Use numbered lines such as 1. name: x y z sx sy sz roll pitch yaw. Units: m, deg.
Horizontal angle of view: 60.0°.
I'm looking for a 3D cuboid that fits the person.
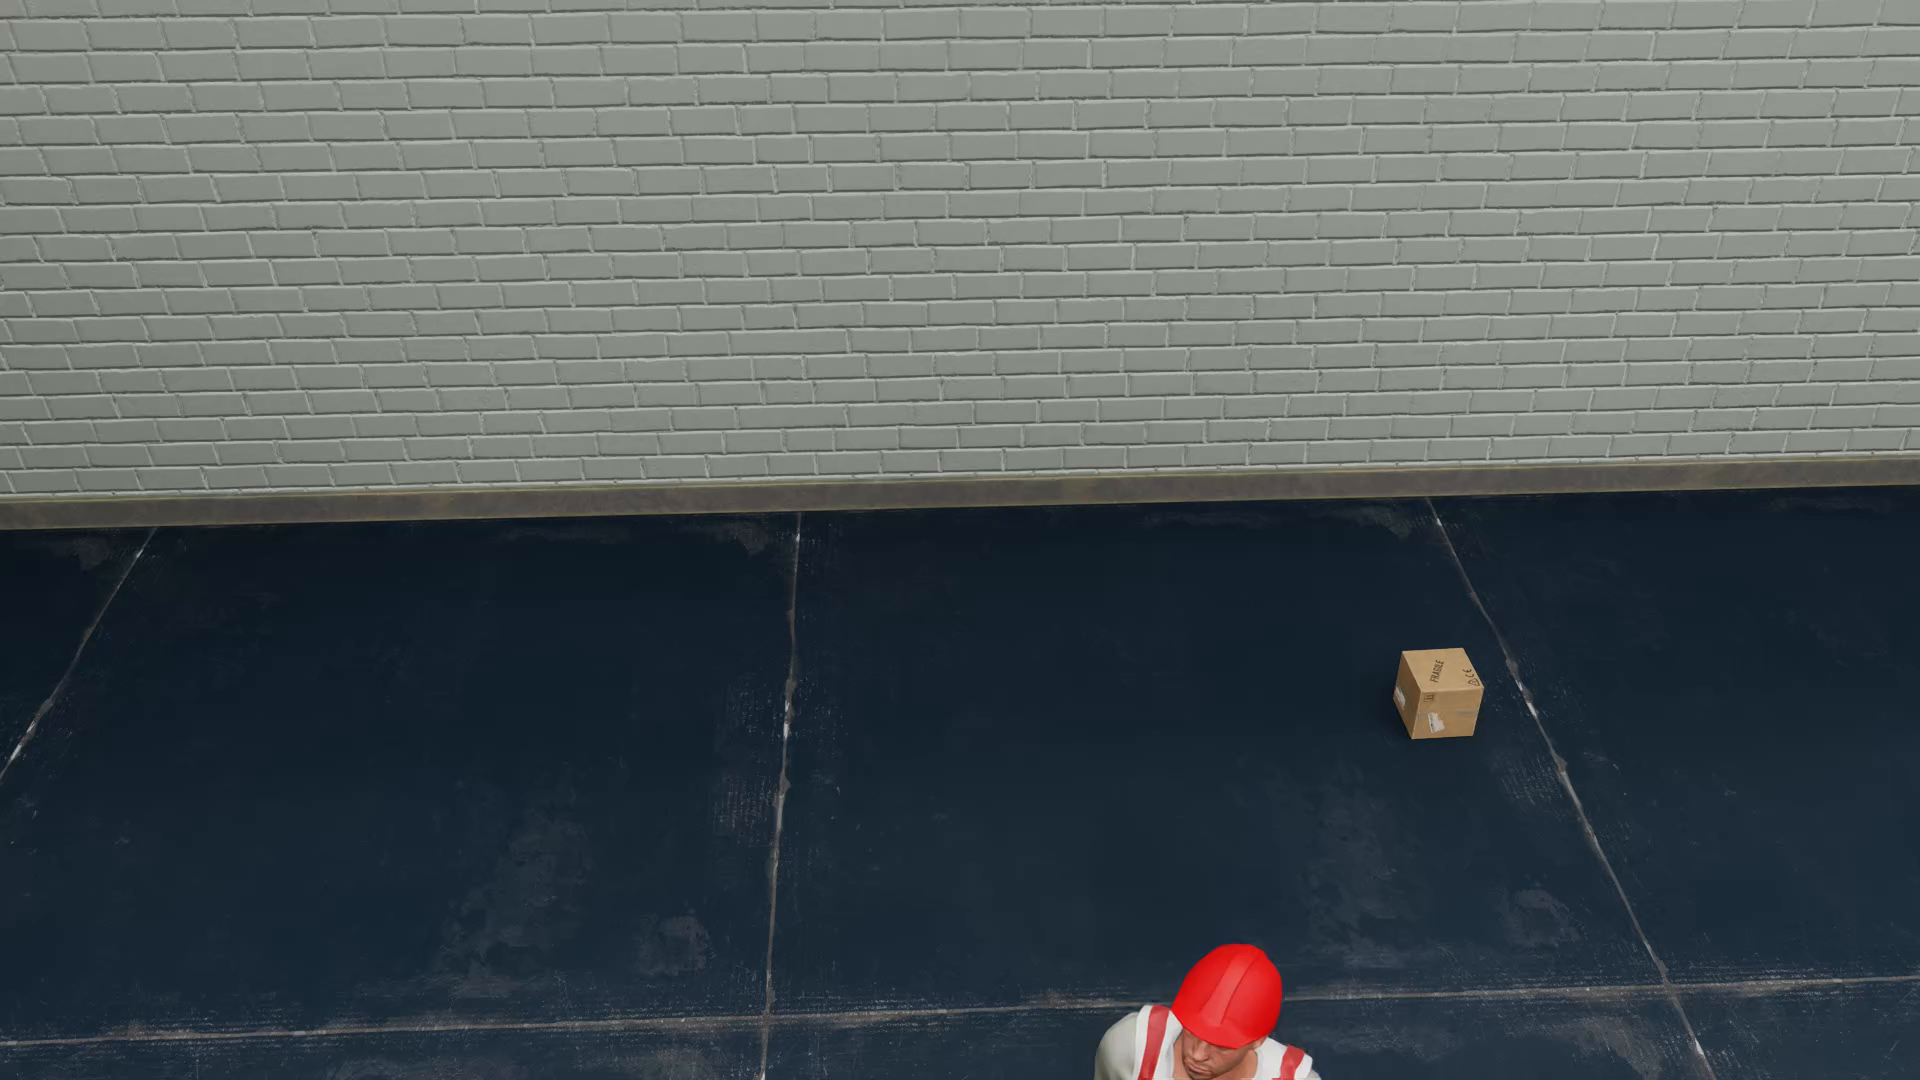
1. person: 0.526 1.570 3.838 0.537 1.782 0.569 13 37 18
